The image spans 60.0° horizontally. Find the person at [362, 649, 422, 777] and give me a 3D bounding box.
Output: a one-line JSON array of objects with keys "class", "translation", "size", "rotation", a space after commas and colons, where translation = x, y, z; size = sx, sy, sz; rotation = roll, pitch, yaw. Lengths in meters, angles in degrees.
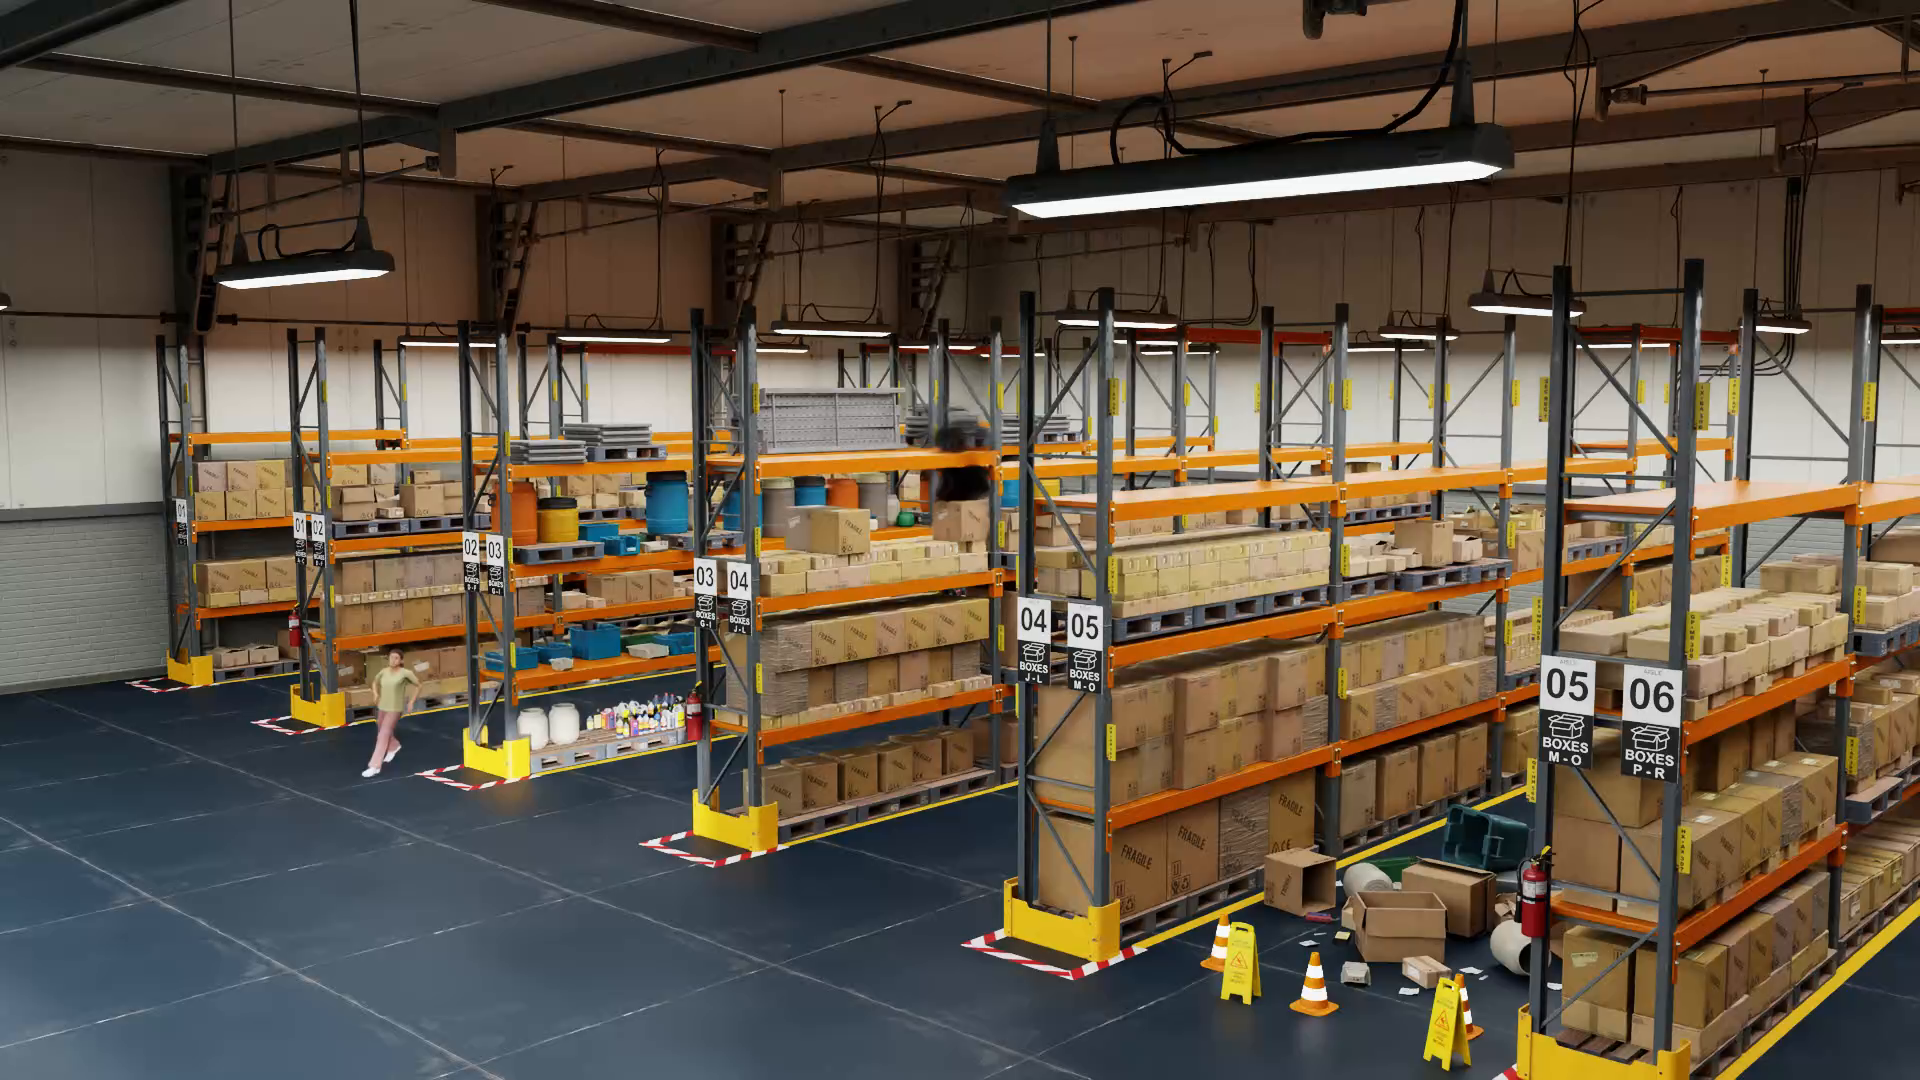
[{"class": "person", "translation": [-7.545, 2.271, 22.104], "size": [0.637, 1.607, 0.954], "rotation": [1, 6, 13]}]
